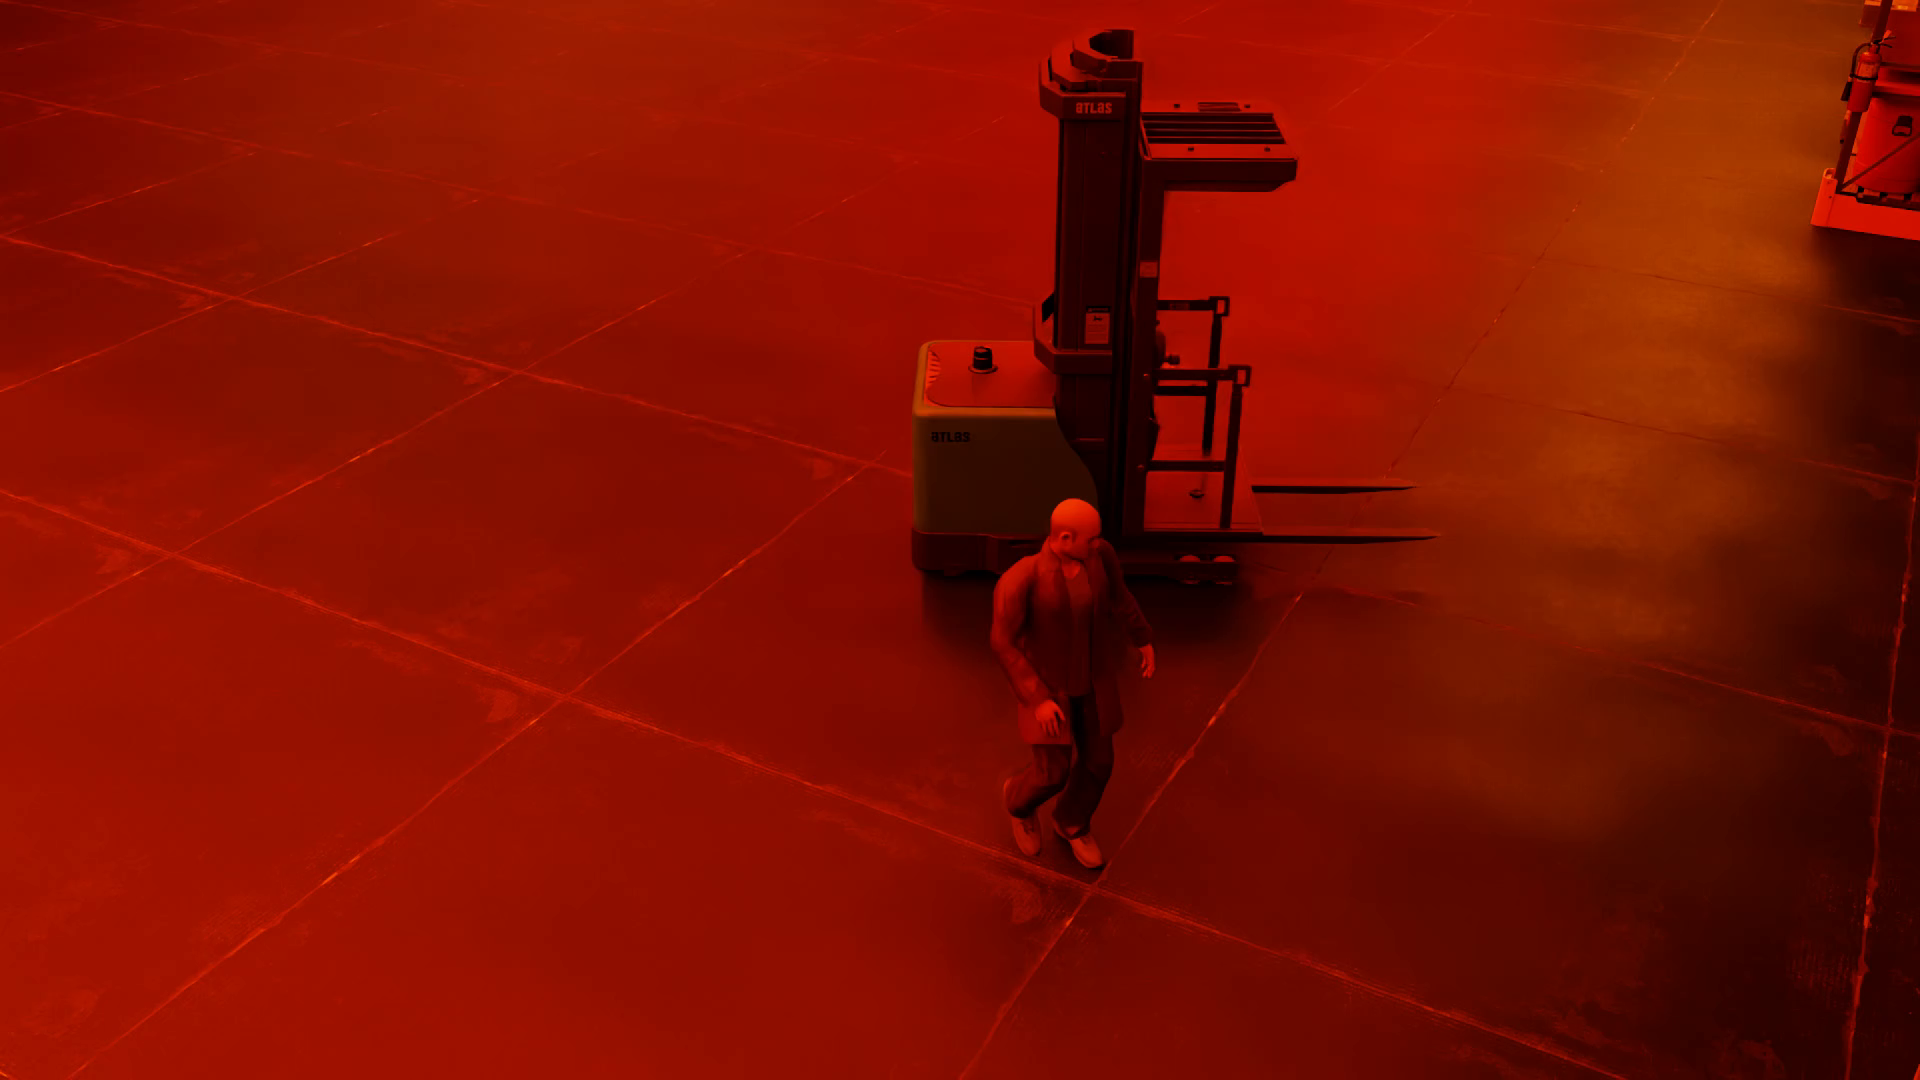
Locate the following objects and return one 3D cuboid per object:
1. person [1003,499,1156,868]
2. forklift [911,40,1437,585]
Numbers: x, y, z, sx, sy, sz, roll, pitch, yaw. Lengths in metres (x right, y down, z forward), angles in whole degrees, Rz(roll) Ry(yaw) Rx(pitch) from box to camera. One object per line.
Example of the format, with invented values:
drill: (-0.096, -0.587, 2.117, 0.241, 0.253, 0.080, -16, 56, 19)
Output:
person: (0.521, 0.650, 7.216, 0.796, 1.680, 0.508, -13, 32, -21)
forklift: (1.246, -1.253, 9.306, 3.031, 2.867, 1.129, 1, 30, 1)
